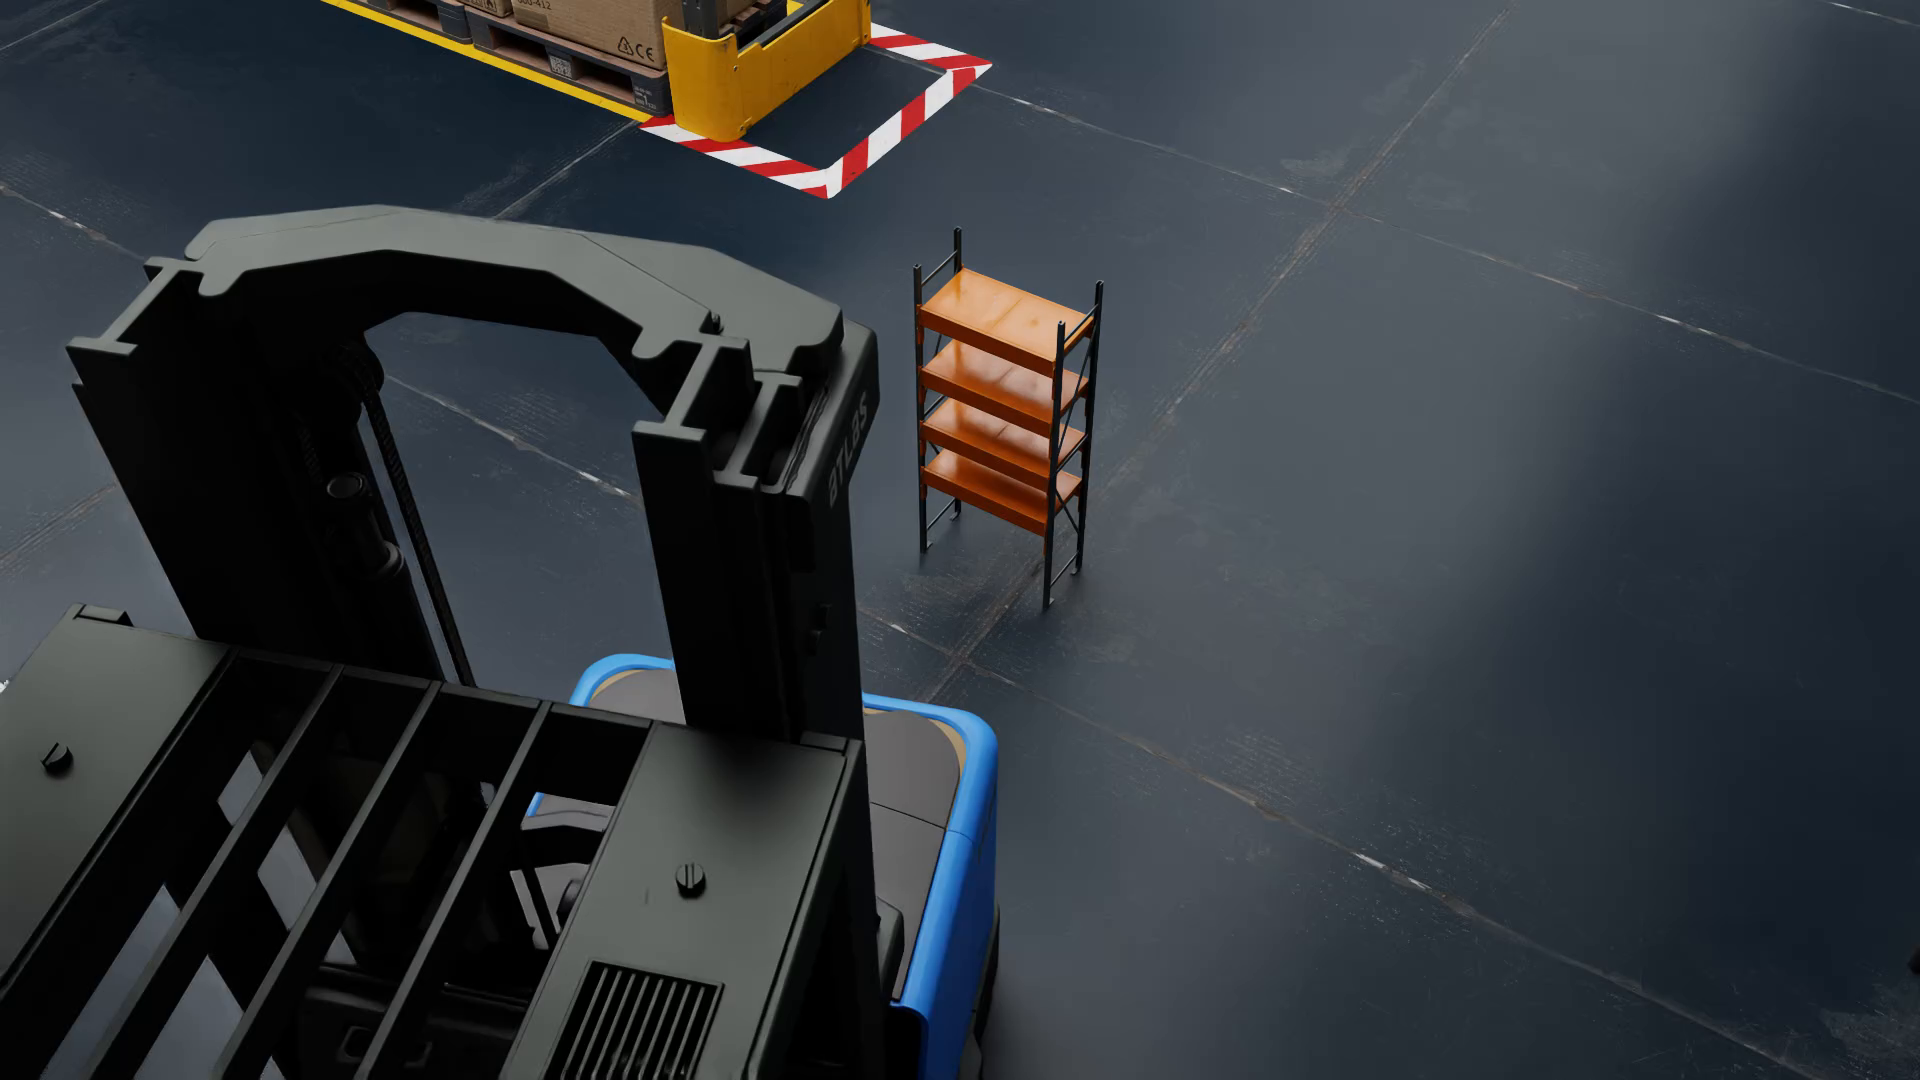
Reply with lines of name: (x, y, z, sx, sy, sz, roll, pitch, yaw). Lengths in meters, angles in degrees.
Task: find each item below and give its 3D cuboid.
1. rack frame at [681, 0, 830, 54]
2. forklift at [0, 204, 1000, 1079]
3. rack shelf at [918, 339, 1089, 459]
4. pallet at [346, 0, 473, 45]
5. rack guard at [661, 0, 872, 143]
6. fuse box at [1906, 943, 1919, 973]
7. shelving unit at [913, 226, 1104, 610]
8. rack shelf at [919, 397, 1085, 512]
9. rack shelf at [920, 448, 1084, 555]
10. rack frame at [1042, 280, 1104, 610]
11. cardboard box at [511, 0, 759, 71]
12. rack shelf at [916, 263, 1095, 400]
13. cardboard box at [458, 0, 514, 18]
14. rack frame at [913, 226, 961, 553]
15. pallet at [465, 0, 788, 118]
rack frame: (-0.888, -3.244, 6.810, 0.127, 3.000, 1.000, 25, 51, 22)
forklift: (-0.712, 1.094, 2.643, 1.130, 2.935, 3.031, 9, 46, 9)
rack shelf: (0.139, -0.463, 5.145, 0.480, 0.148, 0.258, 25, 51, 22)
pallet: (-2.626, -3.007, 8.525, 1.213, 0.211, 1.003, 25, 51, 22)
rack guard: (-0.867, -2.363, 7.698, 0.348, 0.500, 1.175, 25, 51, 22)
fuse box: (2.615, 0.586, 3.987, 0.414, 1.711, 0.539, 25, 51, 22)
shelving unit: (0.139, -0.354, 5.257, 0.503, 1.200, 0.258, 25, 51, 22)
rack shelf: (0.139, -0.307, 5.306, 0.480, 0.148, 0.258, 25, 51, 22)
rack shelf: (0.139, -0.169, 5.448, 0.480, 0.148, 0.258, 25, 51, 22)
rack frame: (0.345, -0.260, 5.166, 0.015, 1.200, 0.240, 25, 51, 22)
cardboard box: (-1.497, -2.692, 7.768, 0.875, 0.438, 0.875, 23, 50, 21)
rack shelf: (0.139, -0.628, 4.976, 0.480, 0.148, 0.258, 25, 51, 22)
cardboard box: (-2.272, -3.041, 8.108, 0.875, 0.438, 0.875, 26, 51, 23)
rack frame: (-0.066, -0.449, 5.349, 0.015, 1.200, 0.240, 25, 51, 22)
pallet: (-1.603, -2.534, 8.065, 1.213, 0.211, 1.003, 25, 51, 22)
